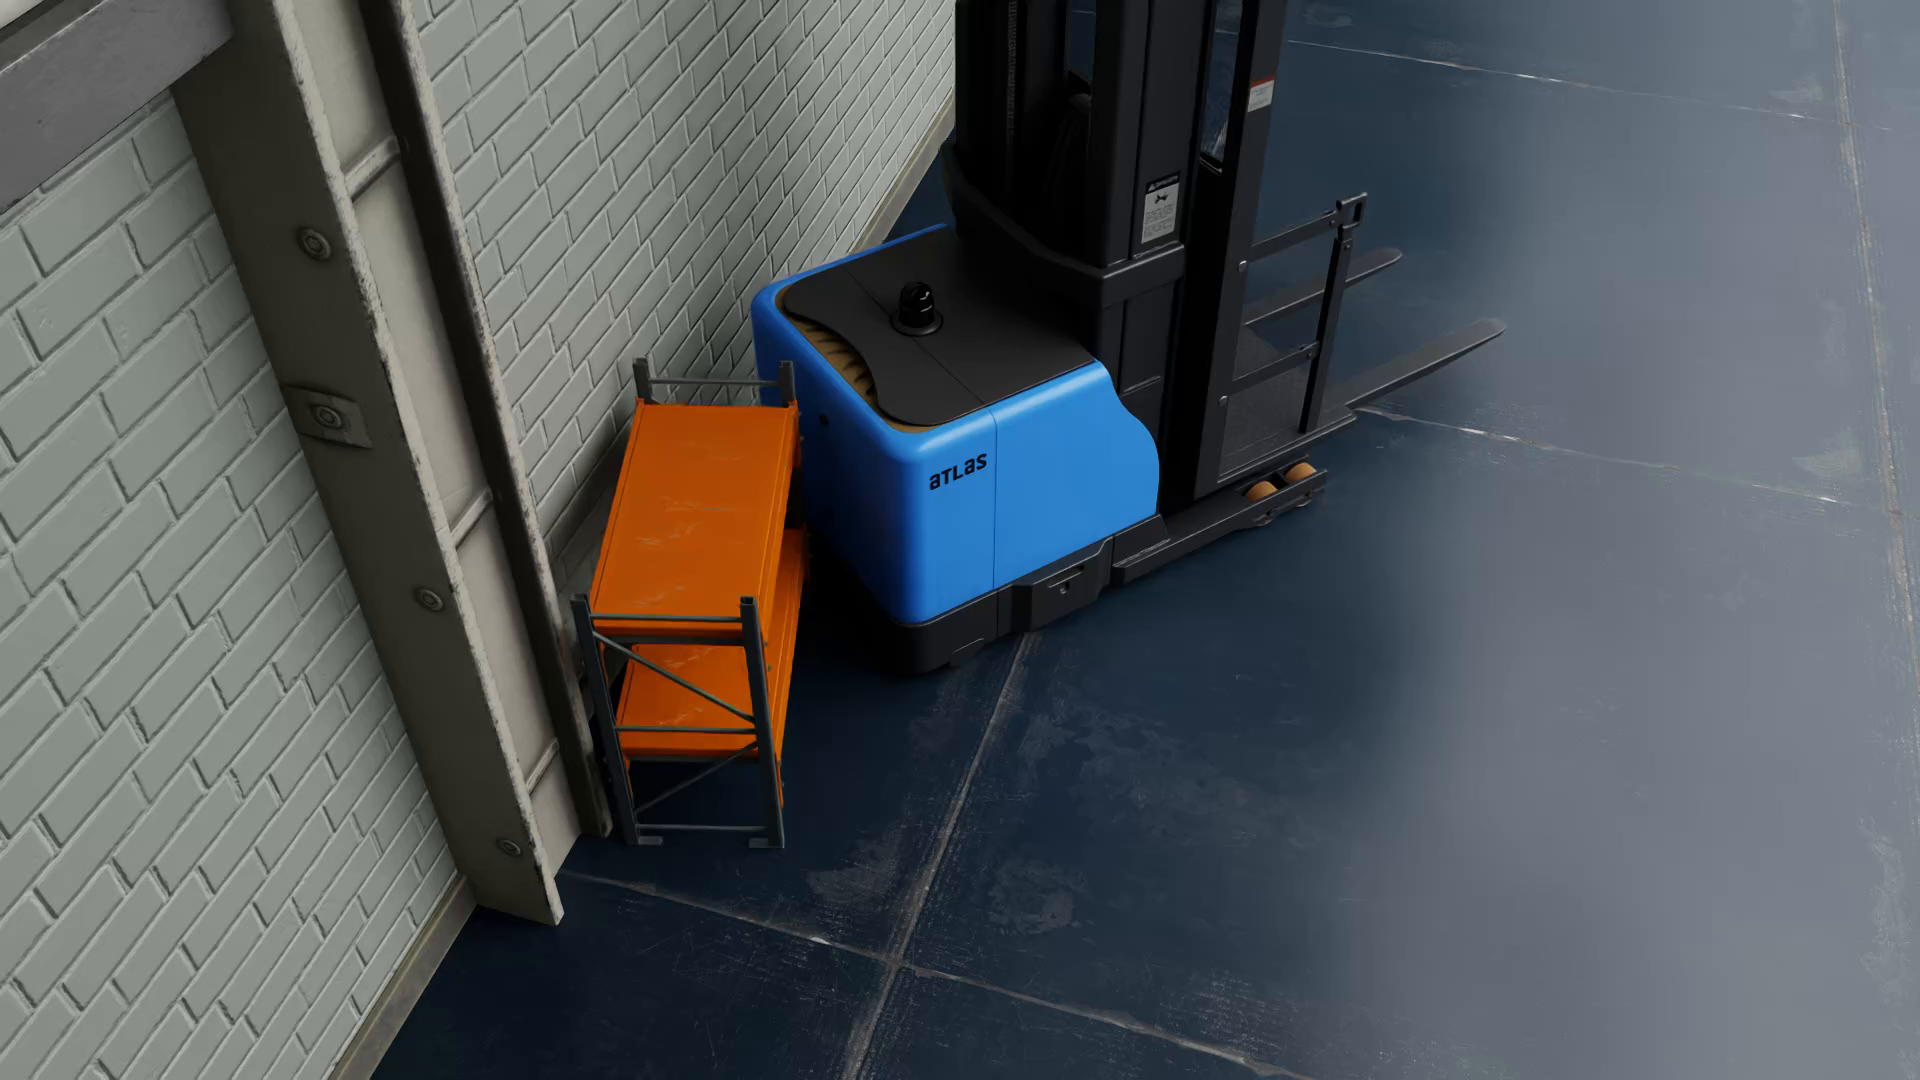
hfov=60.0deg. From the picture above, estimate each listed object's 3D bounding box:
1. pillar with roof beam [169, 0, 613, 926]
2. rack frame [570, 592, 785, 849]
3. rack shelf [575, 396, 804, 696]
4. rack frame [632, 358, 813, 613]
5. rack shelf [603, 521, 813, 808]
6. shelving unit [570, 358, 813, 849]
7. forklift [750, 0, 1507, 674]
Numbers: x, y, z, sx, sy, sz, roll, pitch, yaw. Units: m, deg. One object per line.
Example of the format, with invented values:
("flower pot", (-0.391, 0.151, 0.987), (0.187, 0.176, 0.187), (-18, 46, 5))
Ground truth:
("pillar with roof beam", (2.790, -1.295, 1.139), (9.100, 9.000, 0.400), (13, 46, 13))
("rack frame", (-0.803, 0.559, 4.872), (0.500, 1.125, 0.032), (1, 45, 1))
("rack shelf", (-0.788, -0.006, 5.029), (0.538, 0.278, 1.000), (1, 45, 1))
("rack frame", (-0.777, -0.154, 5.596), (0.500, 1.125, 0.032), (1, 45, 1))
("rack shelf", (-0.792, 0.376, 5.406), (0.538, 0.278, 1.000), (1, 45, 1))
("shelving unit", (-0.790, 0.202, 5.234), (0.538, 1.125, 1.048), (1, 45, 1))
("forklift", (0.797, -1.391, 5.575), (3.031, 2.935, 1.130), (-24, 49, -23))
